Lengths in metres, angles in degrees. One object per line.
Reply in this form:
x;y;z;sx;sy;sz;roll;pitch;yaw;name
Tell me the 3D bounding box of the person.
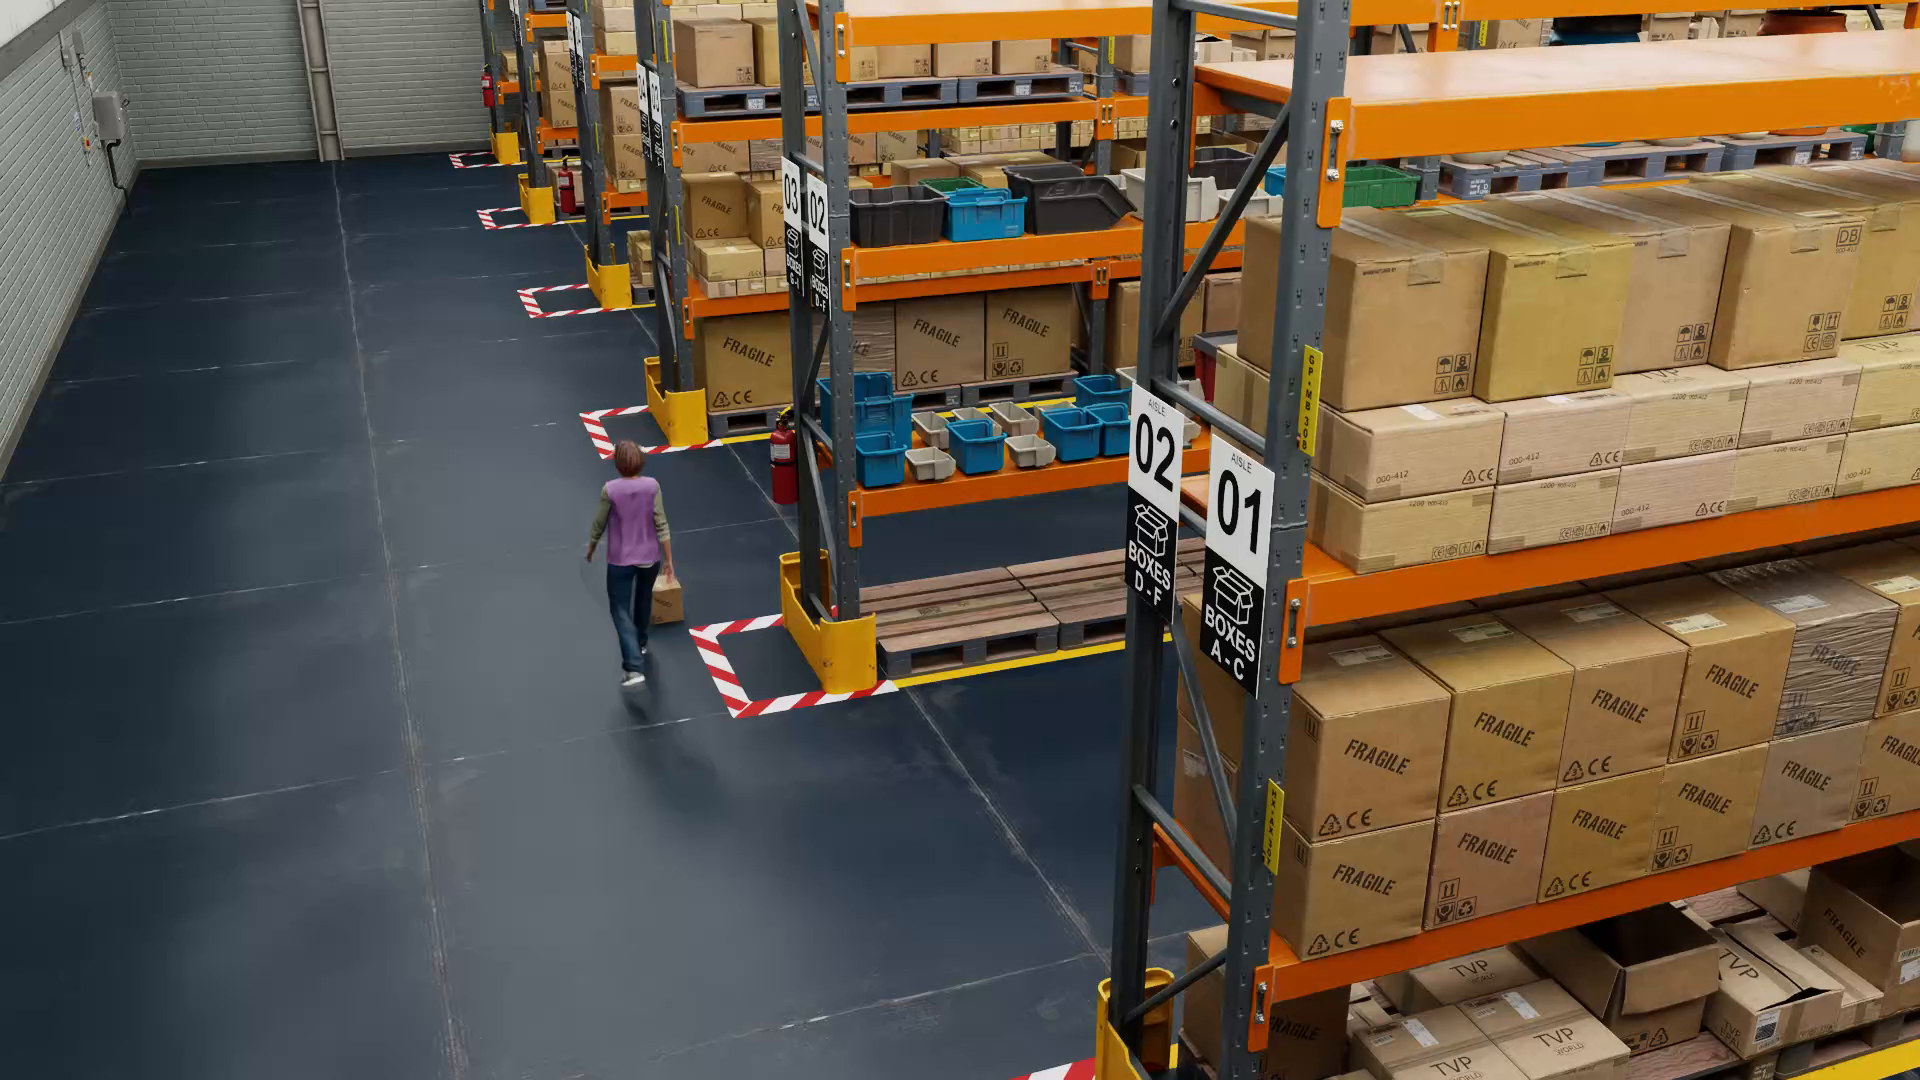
-2.077;0.121;10.502;0.489;1.550;0.921;-9;24;-20;person
